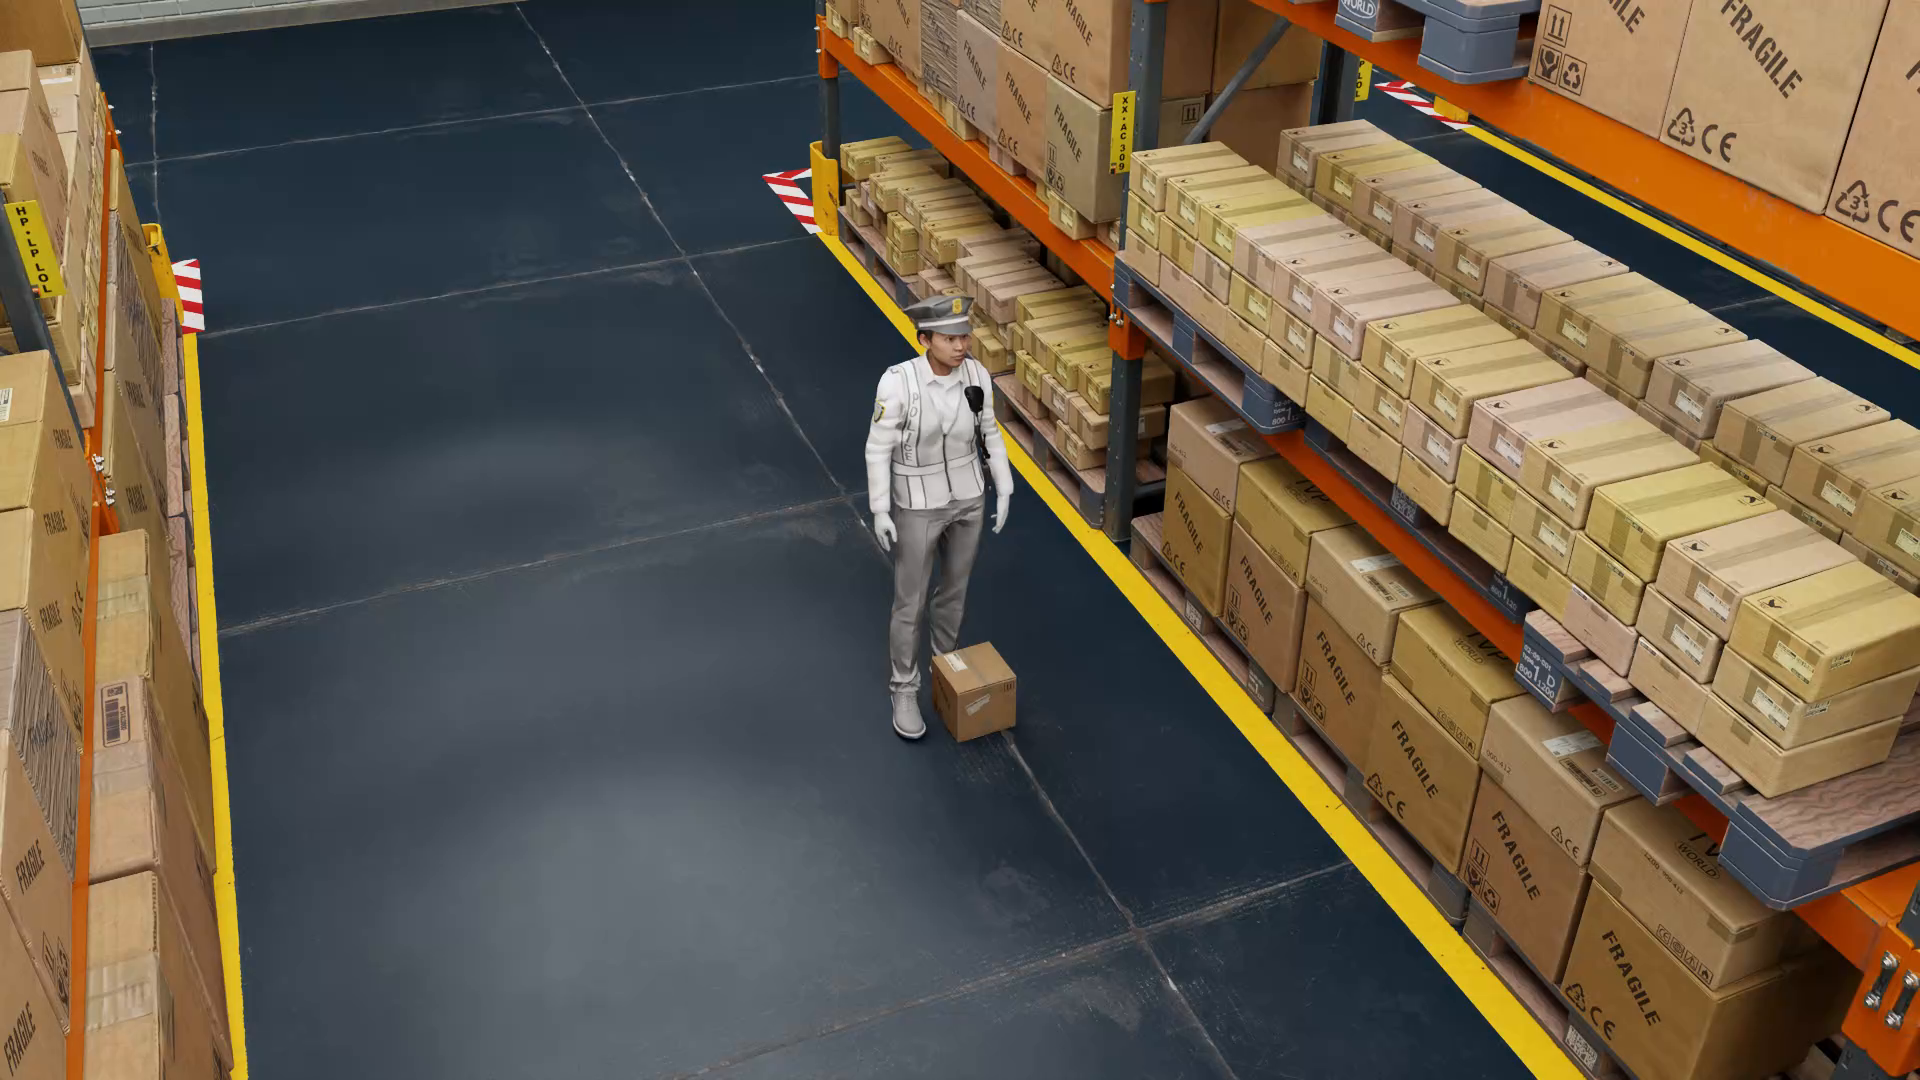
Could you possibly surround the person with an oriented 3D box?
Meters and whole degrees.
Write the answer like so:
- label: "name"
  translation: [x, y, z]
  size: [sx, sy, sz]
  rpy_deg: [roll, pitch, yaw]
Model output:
- label: "person"
  translation: [-0.052, -0.111, 6.261]
  size: [0.587, 1.694, 0.530]
  rpy_deg: [-13, 36, -19]
